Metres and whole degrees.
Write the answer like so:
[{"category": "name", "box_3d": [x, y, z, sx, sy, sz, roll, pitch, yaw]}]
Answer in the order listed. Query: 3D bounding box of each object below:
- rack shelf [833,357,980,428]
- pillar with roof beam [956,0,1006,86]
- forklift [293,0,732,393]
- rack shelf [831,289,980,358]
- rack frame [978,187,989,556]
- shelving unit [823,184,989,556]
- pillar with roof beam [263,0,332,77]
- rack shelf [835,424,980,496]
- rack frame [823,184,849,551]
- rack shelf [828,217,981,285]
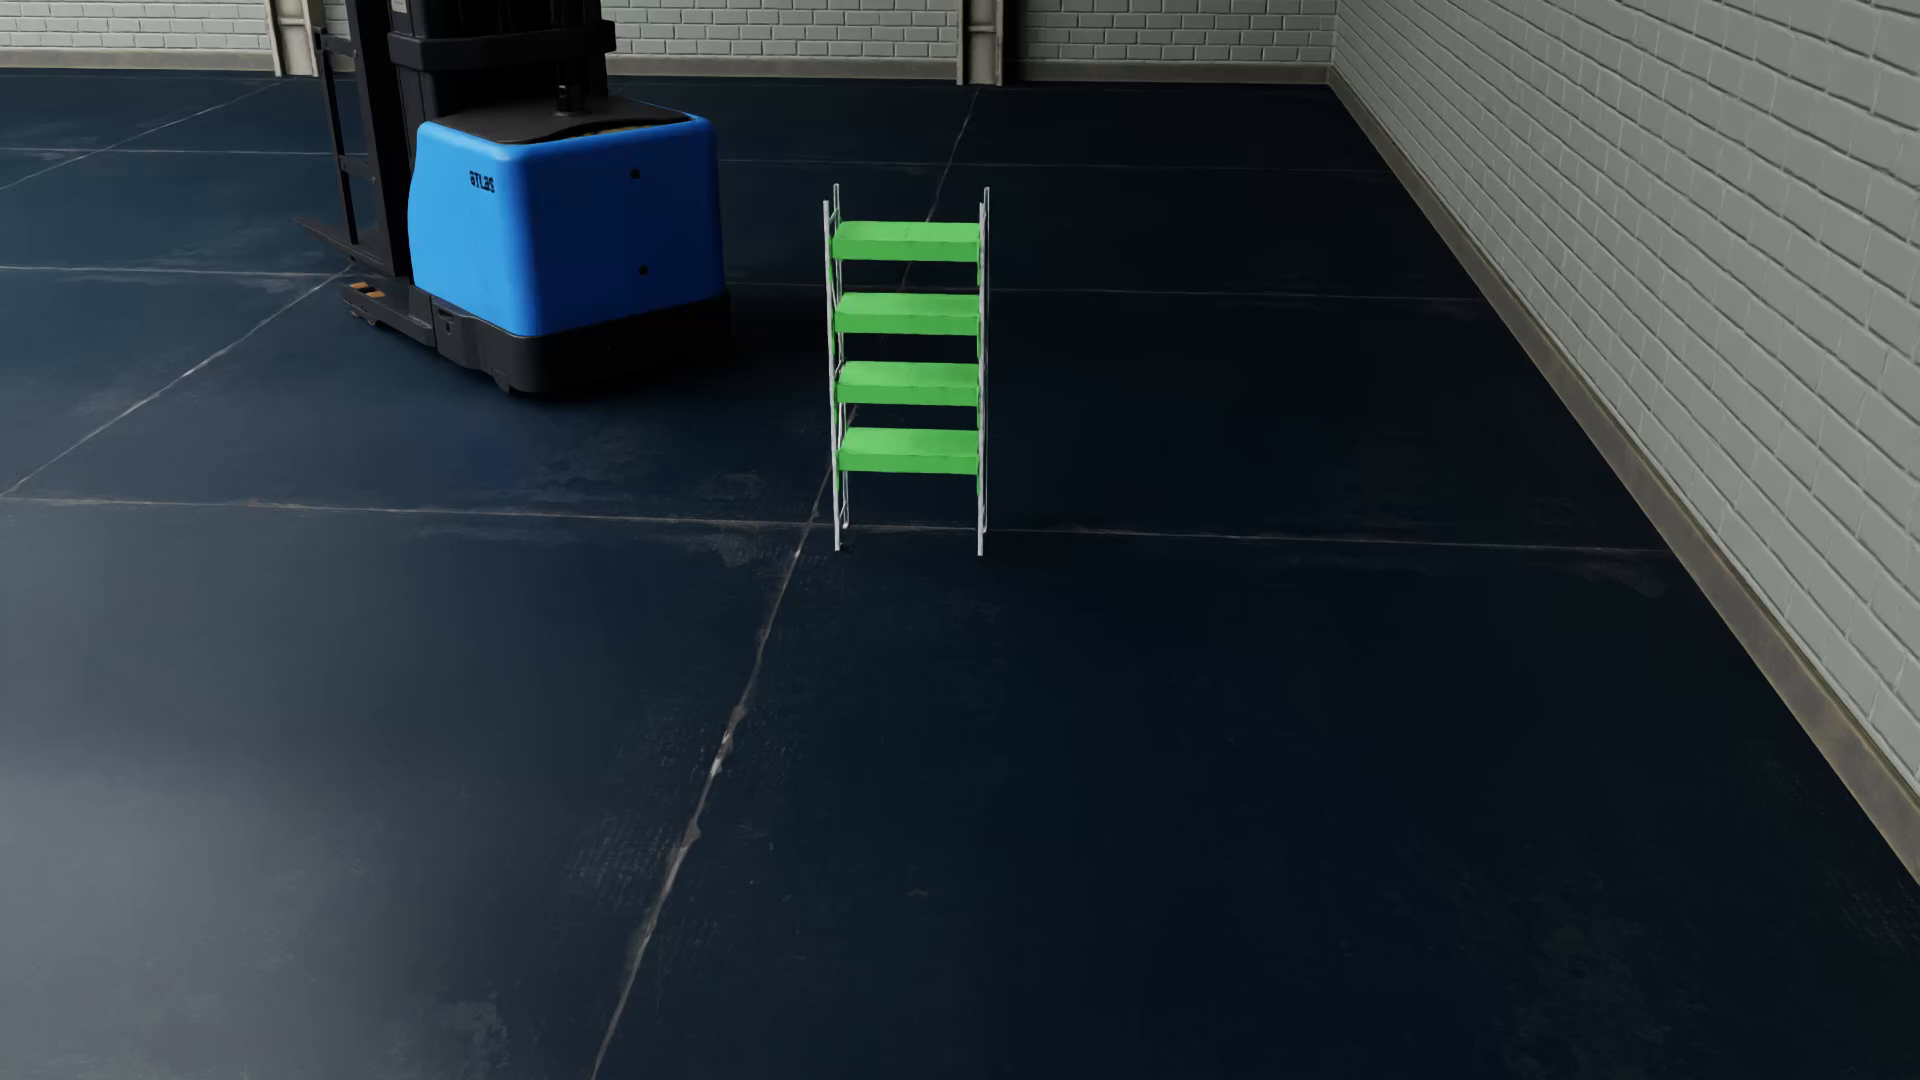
[{"category": "rack shelf", "box_3d": [-0.165, -0.492, 5.537, 0.480, 0.148, 0.258, 2, 25, 4]}, {"category": "pillar with roof beam", "box_3d": [-0.151, -6.234, 8.533, 0.400, 9.000, 9.100, 2, 25, 4]}, {"category": "forklift", "box_3d": [-2.369, -2.481, 7.637, 1.130, 2.935, 3.031, -20, 31, -36]}, {"category": "rack shelf", "box_3d": [-0.165, -0.710, 5.437, 0.480, 0.148, 0.258, 2, 25, 4]}, {"category": "rack frame", "box_3d": [0.078, -0.543, 5.494, 0.015, 1.200, 0.240, 2, 25, 4]}, {"category": "shelving unit", "box_3d": [-0.165, -0.550, 5.511, 0.503, 1.200, 0.258, 2, 25, 4]}, {"category": "pillar with roof beam", "box_3d": [-6.133, -6.426, 8.950, 0.400, 9.000, 9.100, 2, 25, 4]}, {"category": "rack shelf", "box_3d": [-0.165, -0.274, 5.638, 0.480, 0.148, 0.258, 2, 25, 4]}, {"category": "rack frame", "box_3d": [-0.408, -0.558, 5.528, 0.015, 1.200, 0.240, 2, 25, 4]}, {"category": "rack shelf", "box_3d": [-0.165, -0.928, 5.337, 0.480, 0.148, 0.258, 2, 25, 4]}]
